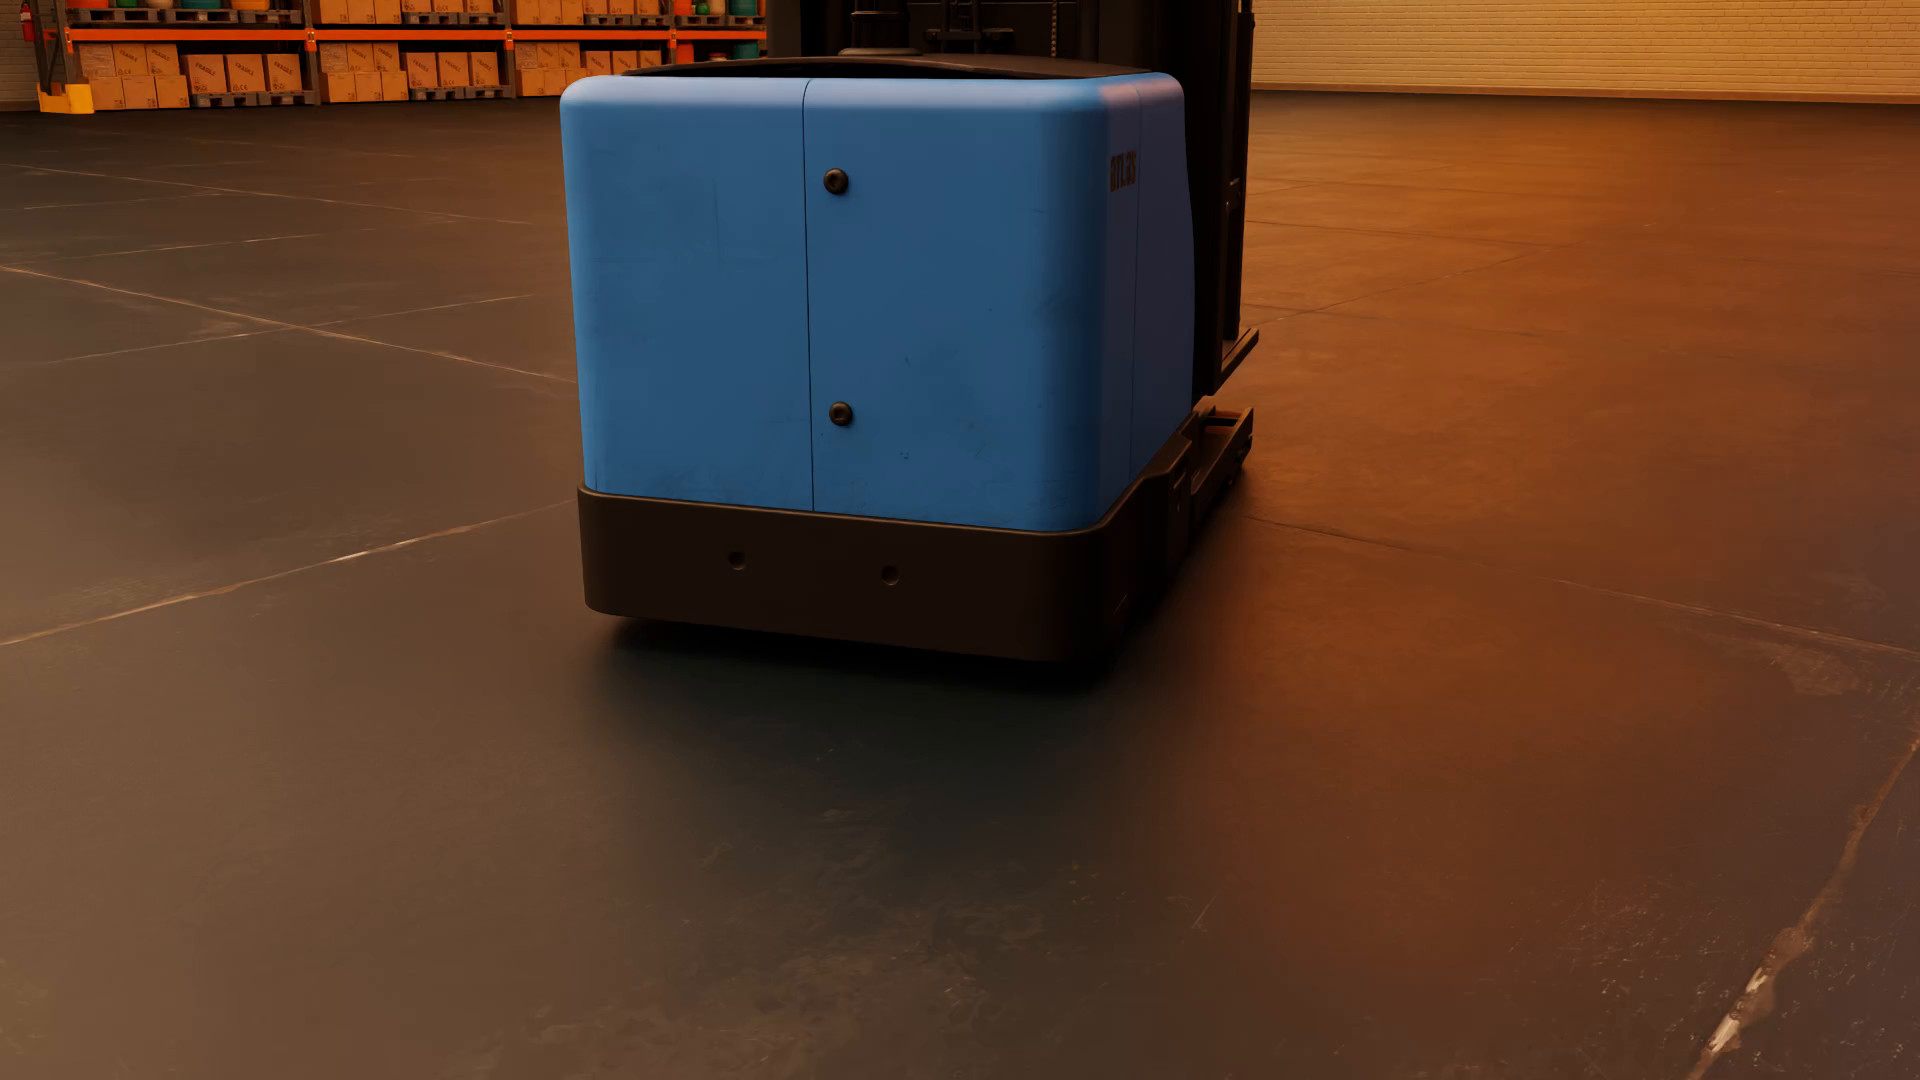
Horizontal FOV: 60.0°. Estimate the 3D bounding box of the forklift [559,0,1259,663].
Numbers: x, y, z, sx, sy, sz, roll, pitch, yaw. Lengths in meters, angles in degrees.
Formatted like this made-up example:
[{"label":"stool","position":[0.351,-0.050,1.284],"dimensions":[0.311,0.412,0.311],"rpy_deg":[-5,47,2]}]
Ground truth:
[{"label":"forklift","position":[0.182,-1.571,4.072],"dimensions":[1.130,2.935,3.031],"rpy_deg":[5,18,17]}]
